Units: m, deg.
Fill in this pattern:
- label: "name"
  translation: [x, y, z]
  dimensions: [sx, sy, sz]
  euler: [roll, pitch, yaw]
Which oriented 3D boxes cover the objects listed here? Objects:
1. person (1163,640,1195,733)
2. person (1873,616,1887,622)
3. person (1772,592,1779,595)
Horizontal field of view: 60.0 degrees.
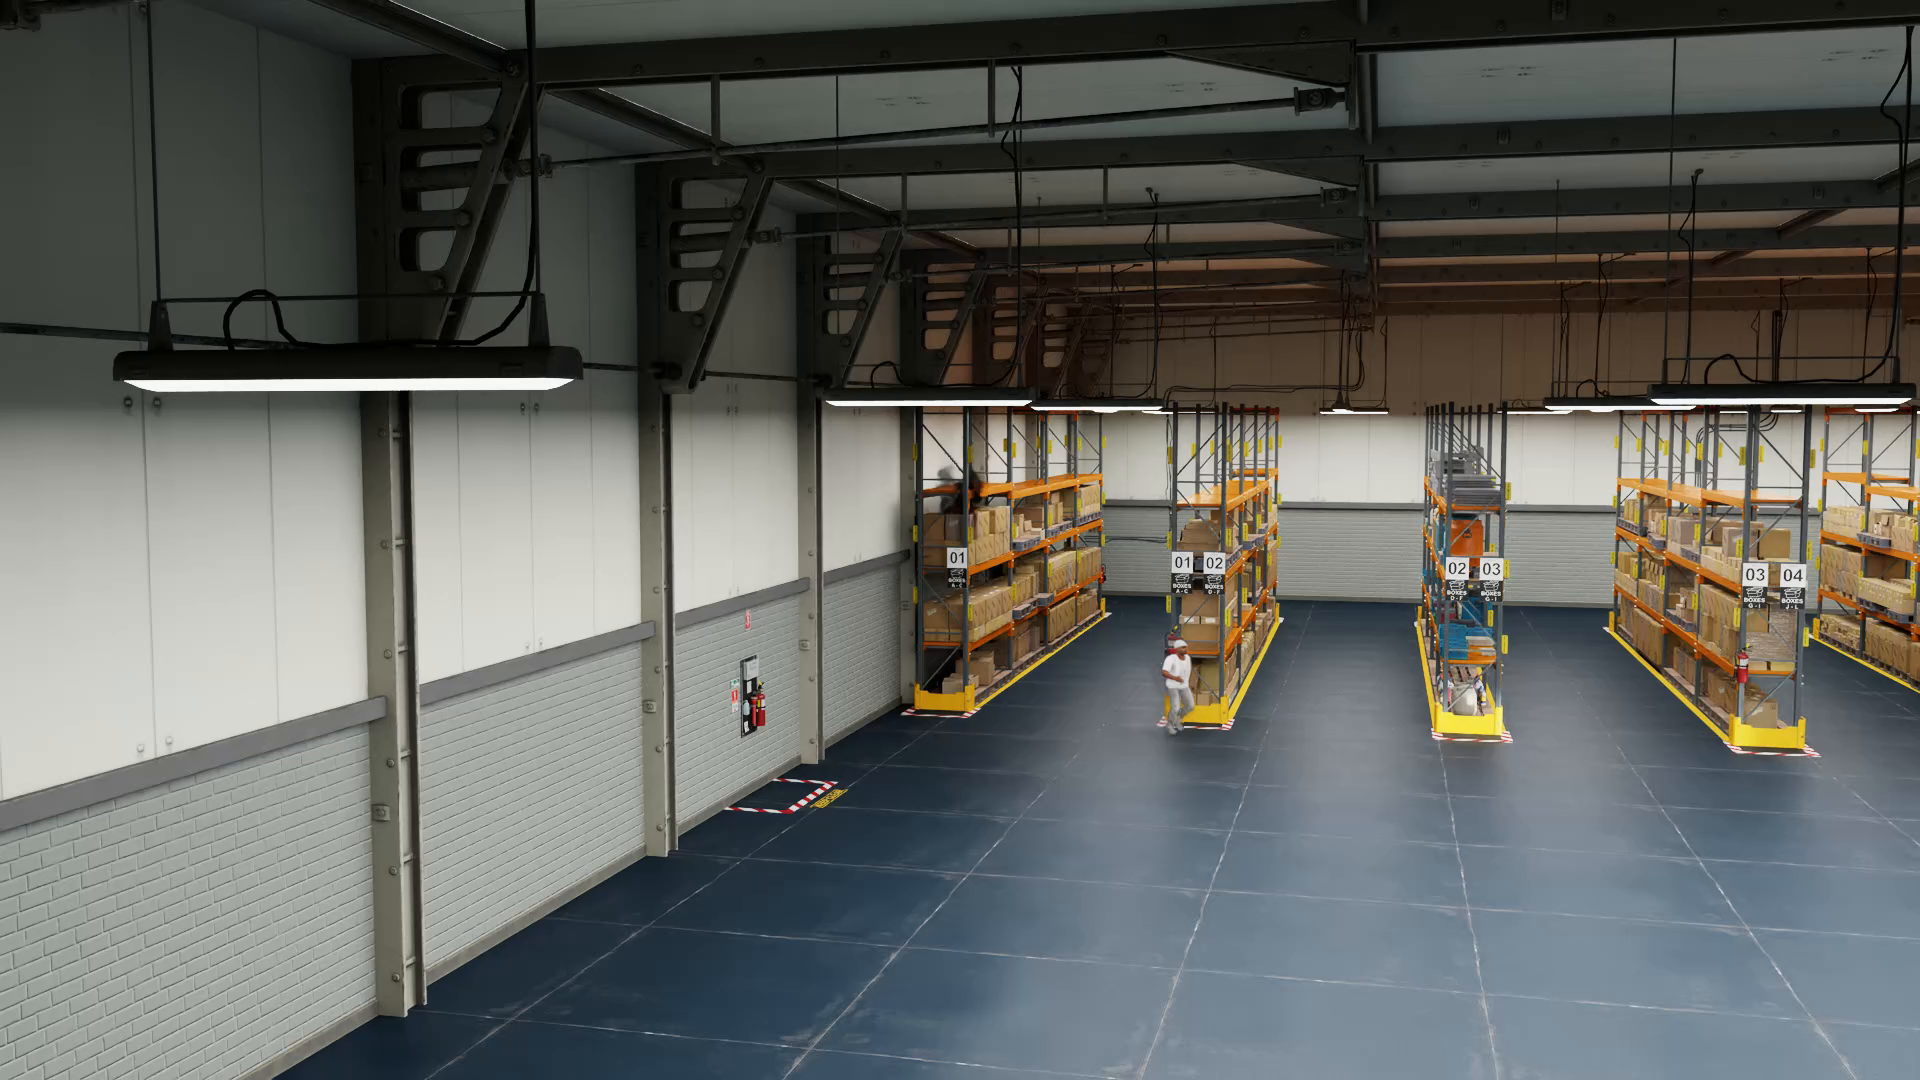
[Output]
- label: "person"
  translation: [3.973, 2.651, 29.980]
  dimensions: [0.723, 1.716, 0.658]
  euler: [-3, 5, -31]
- label: "person"
  translation: [24.084, 1.695, 43.508]
  dimensions: [0.674, 1.630, 0.783]
  euler: [-1, 4, -18]
- label: "person"
  translation: [21.090, 1.708, 43.605]
  dimensions: [0.716, 1.663, 0.678]
  euler: [3, 5, 36]
